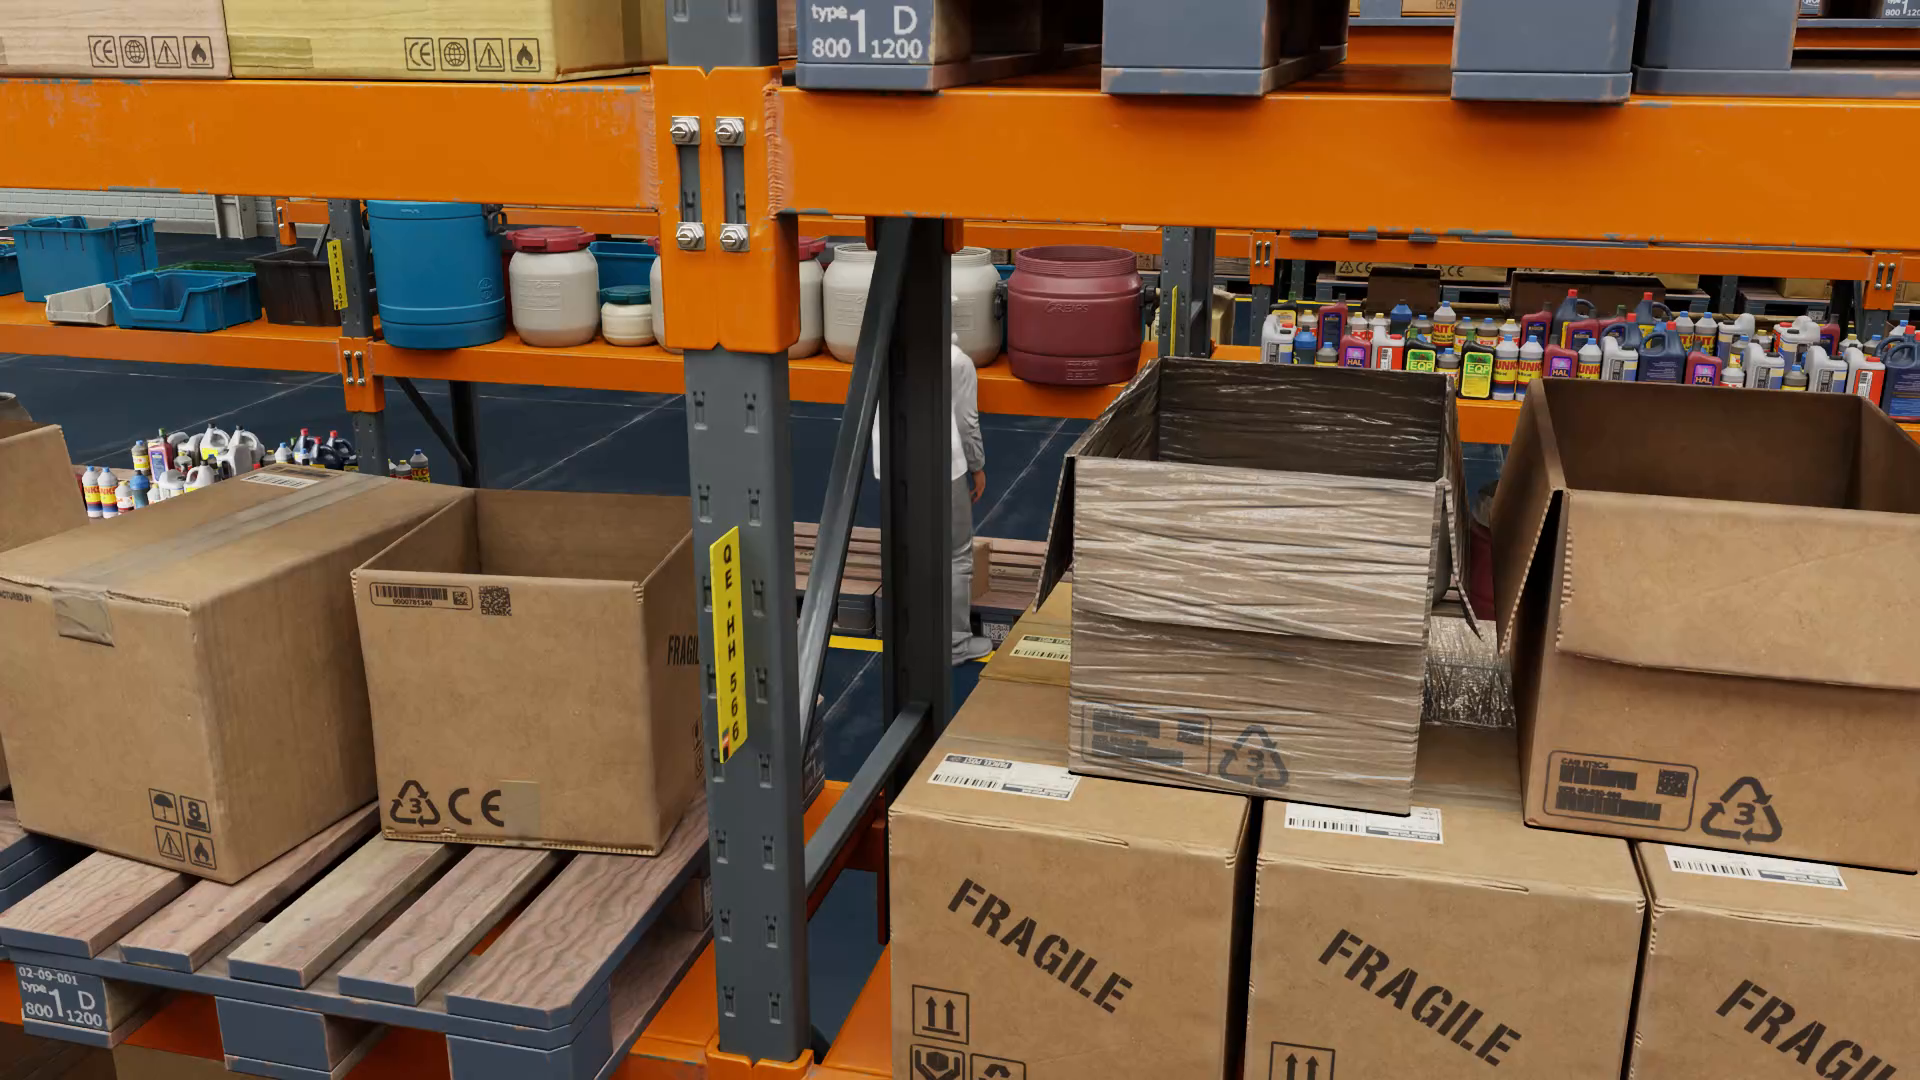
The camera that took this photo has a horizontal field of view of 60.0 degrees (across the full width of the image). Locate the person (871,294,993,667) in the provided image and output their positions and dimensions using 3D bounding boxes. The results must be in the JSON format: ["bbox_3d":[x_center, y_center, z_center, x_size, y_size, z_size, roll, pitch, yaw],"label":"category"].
[{"bbox_3d":[-0.156,-0.316,7.477,0.566,1.773,0.447,10,21,28],"label":"person"}]
